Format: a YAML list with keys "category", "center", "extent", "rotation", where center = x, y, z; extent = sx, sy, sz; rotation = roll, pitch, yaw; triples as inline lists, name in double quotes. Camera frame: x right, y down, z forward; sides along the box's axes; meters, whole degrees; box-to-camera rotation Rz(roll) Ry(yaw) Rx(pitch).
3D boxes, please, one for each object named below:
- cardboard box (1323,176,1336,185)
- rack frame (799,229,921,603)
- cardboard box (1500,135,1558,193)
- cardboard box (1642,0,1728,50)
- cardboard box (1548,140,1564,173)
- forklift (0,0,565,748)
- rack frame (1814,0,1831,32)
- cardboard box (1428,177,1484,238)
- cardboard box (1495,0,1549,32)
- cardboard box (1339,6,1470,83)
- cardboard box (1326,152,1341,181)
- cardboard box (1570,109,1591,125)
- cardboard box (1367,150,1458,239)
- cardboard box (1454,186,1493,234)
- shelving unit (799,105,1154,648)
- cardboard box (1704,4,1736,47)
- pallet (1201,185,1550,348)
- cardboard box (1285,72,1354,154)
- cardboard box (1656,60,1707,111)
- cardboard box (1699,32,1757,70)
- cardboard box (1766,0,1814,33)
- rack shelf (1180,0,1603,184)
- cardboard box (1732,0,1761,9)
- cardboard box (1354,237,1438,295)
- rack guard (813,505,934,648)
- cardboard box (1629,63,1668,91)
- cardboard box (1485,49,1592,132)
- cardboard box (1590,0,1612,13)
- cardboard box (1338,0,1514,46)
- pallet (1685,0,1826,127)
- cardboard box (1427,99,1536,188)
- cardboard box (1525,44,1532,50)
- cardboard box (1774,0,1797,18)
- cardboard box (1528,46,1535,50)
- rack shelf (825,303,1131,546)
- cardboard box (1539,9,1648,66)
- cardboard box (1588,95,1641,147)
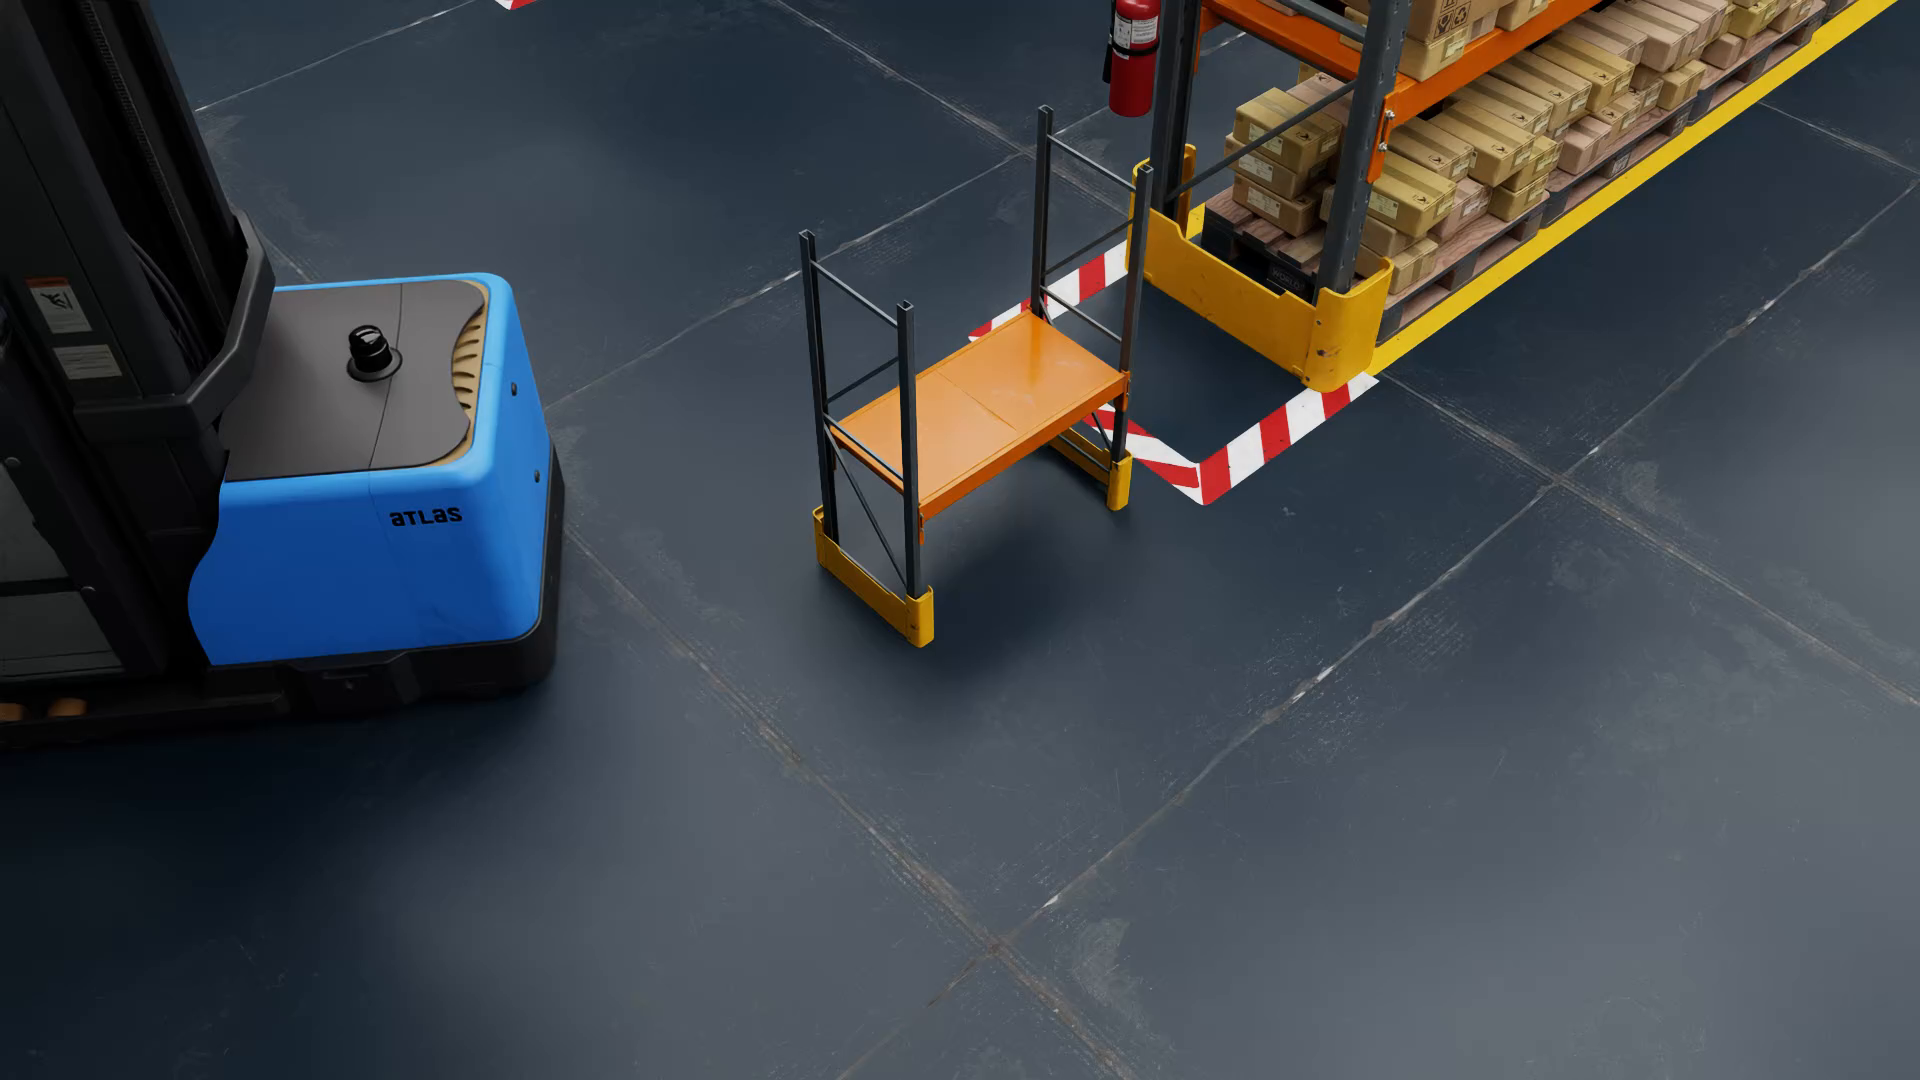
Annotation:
- category: "cardboard box"
  center: [1.538, -1.695, 7.427]
  extent: [0.250, 0.149, 0.380]
  rotation: [-32, 55, -26]
- category: "rack frame"
  center: [-0.313, -0.299, 5.506]
  extent: [0.032, 1.500, 0.500]
  rotation: [-34, 56, -27]
- category: "cardboard box"
  center: [2.352, -1.701, 7.230]
  extent: [0.250, 0.149, 0.380]
  rotation: [-32, 55, -26]
- category: "cardboard box"
  center: [3.313, -2.456, 7.724]
  extent: [0.380, 0.149, 0.250]
  rotation: [36, 57, 29]
- category: "cardboard box"
  center: [2.474, -1.769, 7.495]
  extent: [0.250, 0.149, 0.380]
  rotation: [-34, 56, -27]
- category: "forklift"
  center: [-2.960, -0.705, 4.906]
  extent: [3.031, 2.935, 1.130]
  rotation: [-5, 47, -5]
- category: "rack frame"
  center: [4.126, -3.941, 7.845]
  extent: [0.127, 3.000, 1.000]
  rotation: [-34, 56, -27]
- category: "cardboard box"
  center: [1.967, -1.464, 7.011]
  extent: [0.250, 0.149, 0.380]
  rotation: [-34, 56, -27]
- category: "cardboard box"
  center: [2.022, -2.112, 6.329]
  extent: [0.250, 0.149, 0.380]
  rotation: [-35, 56, -28]
- category: "cardboard box"
  center: [1.626, -1.860, 6.096]
  extent: [0.250, 0.149, 0.380]
  rotation: [-34, 56, -27]
- category: "cardboard box"
  center: [1.594, -1.756, 7.281]
  extent: [0.250, 0.149, 0.380]
  rotation: [-35, 56, -28]
- category: "cardboard box"
  center: [2.657, -2.040, 7.543]
  extent: [0.250, 0.149, 0.380]
  rotation: [-31, 54, -25]
- category: "cardboard box"
  center: [1.782, -1.415, 6.764]
  extent: [0.250, 0.149, 0.380]
  rotation: [-36, 57, -29]
- category: "cardboard box"
  center: [2.087, -1.524, 7.269]
  extent: [0.250, 0.149, 0.380]
  rotation: [-33, 55, -27]
- category: "shelving unit"
  center: [0.056, -0.546, 5.734]
  extent: [1.083, 1.500, 0.587]
  rotation: [-34, 56, -27]
- category: "cardboard box"
  center: [3.477, -2.535, 8.000]
  extent: [0.250, 0.149, 0.380]
  rotation: [-33, 55, -27]
- category: "pallet"
  center: [1.847, -1.437, 7.433]
  extent: [1.213, 0.211, 1.003]
  rotation: [-34, 56, -27]
- category: "cardboard box"
  center: [1.612, -1.833, 7.150]
  extent: [0.250, 0.149, 0.380]
  rotation: [-33, 55, -26]
- category: "cardboard box"
  center: [3.299, -2.225, 7.917]
  extent: [0.250, 0.149, 0.380]
  rotation: [-34, 56, -27]
- category: "cardboard box"
  center: [3.664, -2.489, 8.159]
  extent: [0.250, 0.149, 0.380]
  rotation: [-36, 57, -28]
- category: "cardboard box"
  center: [4.065, -2.737, 8.389]
  extent: [0.250, 0.149, 0.380]
  rotation: [-33, 55, -27]
- category: "rack shelf"
  center: [2.646, -2.708, 7.197]
  extent: [4.000, 0.370, 1.077]
  rotation: [-34, 56, -27]
- category: "cardboard box"
  center: [3.696, -2.726, 7.973]
  extent: [0.250, 0.149, 0.380]
  rotation: [-34, 56, -27]
- category: "cardboard box"
  center: [1.769, -1.224, 6.992]
  extent: [0.250, 0.149, 0.380]
  rotation: [-33, 55, -26]
- category: "rack guard"
  center: [-0.312, 0.124, 5.966]
  extent: [0.087, 0.250, 0.587]
  rotation: [-34, 56, -27]
- category: "cardboard box"
  center: [3.090, -2.277, 7.762]
  extent: [0.380, 0.149, 0.250]
  rotation: [36, 57, 29]
- category: "cardboard box"
  center: [2.517, -1.971, 7.277]
  extent: [0.250, 0.149, 0.380]
  rotation: [-32, 55, -26]
- category: "cardboard box"
  center: [2.938, -2.643, 8.099]
  extent: [0.250, 0.149, 0.380]
  rotation: [-31, 55, -26]
- category: "cardboard box"
  center: [1.684, -2.170, 5.940]
  extent: [0.500, 0.500, 0.500]
  rotation: [-31, 55, -26]
- category: "pallet"
  center: [3.653, -2.644, 8.546]
  extent: [1.213, 0.211, 1.003]
  rotation: [-34, 56, -27]
- category: "cardboard box"
  center: [2.178, -1.671, 7.000]
  extent: [0.250, 0.149, 0.380]
  rotation: [-34, 56, -27]
- category: "cardboard box"
  center: [2.510, -2.445, 7.916]
  extent: [0.250, 0.149, 0.380]
  rotation: [-33, 55, -27]
- category: "cardboard box"
  center: [3.915, -2.748, 8.196]
  extent: [0.380, 0.149, 0.250]
  rotation: [36, 57, 29]
- category: "cardboard box"
  center: [2.708, -2.448, 8.121]
  extent: [0.250, 0.149, 0.380]
  rotation: [-35, 56, -28]
- category: "rack shelf"
  center: [0.063, -0.429, 5.870]
  extent: [1.000, 0.185, 0.538]
  rotation: [-34, 56, -27]
- category: "cardboard box"
  center: [2.865, -2.253, 7.537]
  extent: [0.250, 0.149, 0.380]
  rotation: [-34, 56, -27]
- category: "cardboard box"
  center: [2.905, -1.996, 7.705]
  extent: [0.250, 0.149, 0.380]
  rotation: [-34, 56, -27]
